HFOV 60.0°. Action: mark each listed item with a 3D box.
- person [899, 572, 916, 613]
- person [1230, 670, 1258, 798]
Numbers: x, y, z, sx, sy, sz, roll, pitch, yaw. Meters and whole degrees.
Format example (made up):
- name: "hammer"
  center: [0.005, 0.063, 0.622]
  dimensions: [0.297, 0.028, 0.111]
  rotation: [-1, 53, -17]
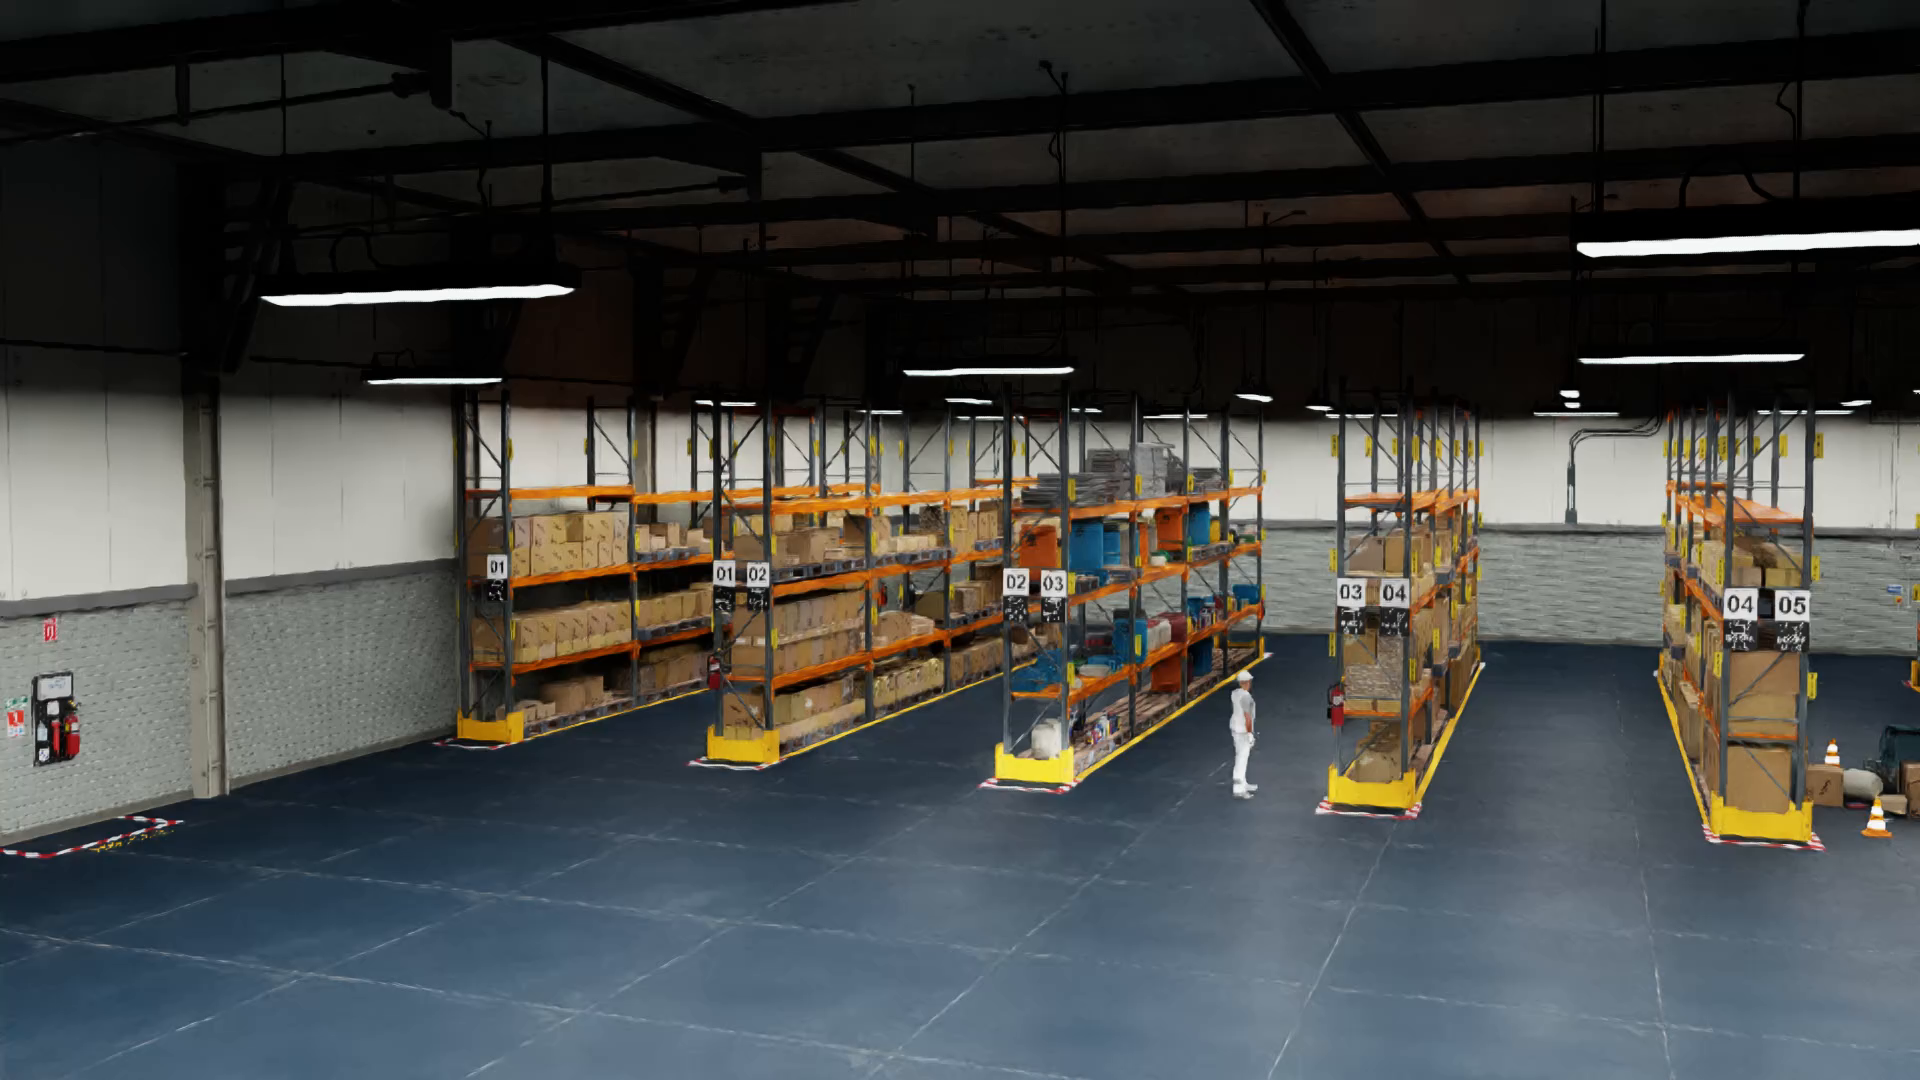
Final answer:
- name: "person"
  center: [-1.328, 1.696, 44.276]
  dimensions: [0.737, 1.712, 0.563]
  rotation: [-2, 4, -35]
- name: "person"
  center: [4.122, 2.768, 23.947]
  dimensions: [0.468, 1.794, 0.625]
  rotation: [0, 3, -9]
